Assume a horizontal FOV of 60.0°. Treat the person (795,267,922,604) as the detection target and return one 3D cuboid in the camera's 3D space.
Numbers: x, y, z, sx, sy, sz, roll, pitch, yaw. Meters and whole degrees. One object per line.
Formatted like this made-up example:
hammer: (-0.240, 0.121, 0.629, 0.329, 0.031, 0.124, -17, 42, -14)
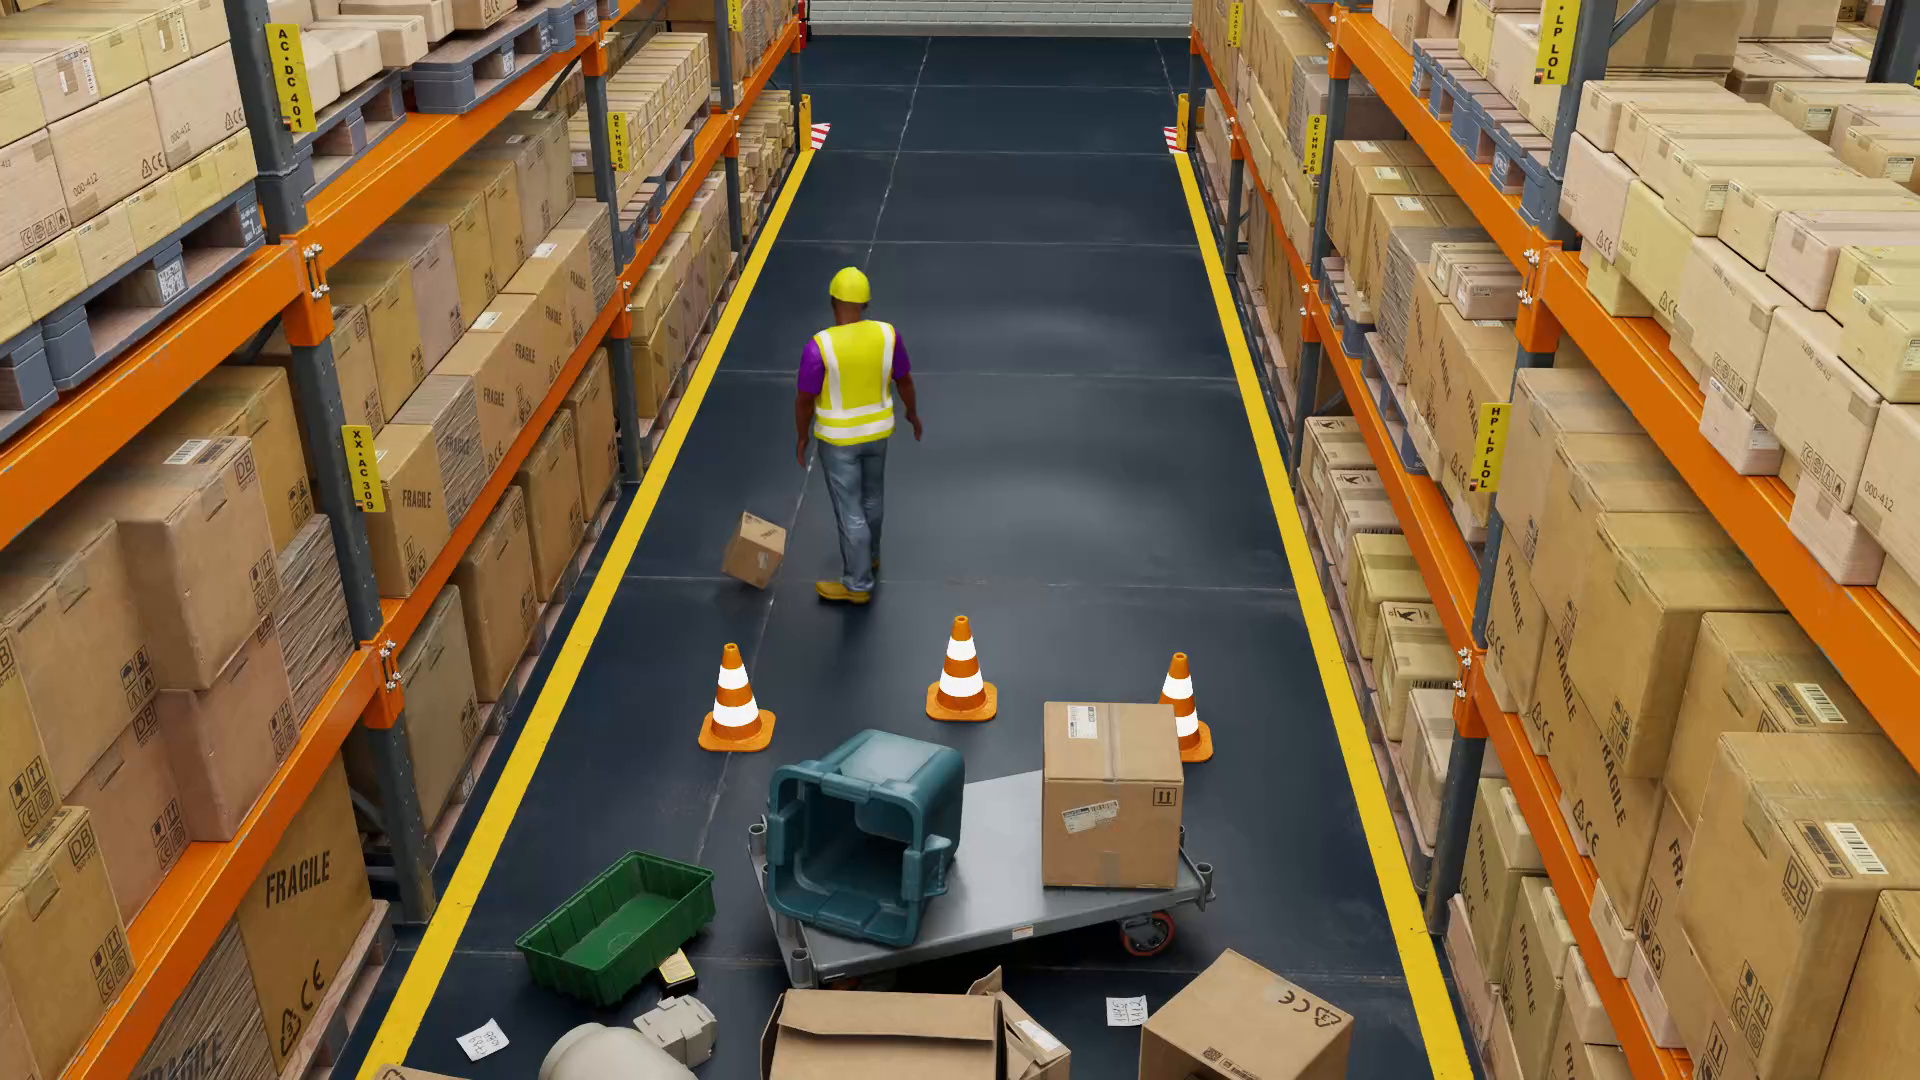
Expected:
person: (-0.535, -0.589, 8.694, 0.722, 1.766, 0.638, -15, 31, -26)
